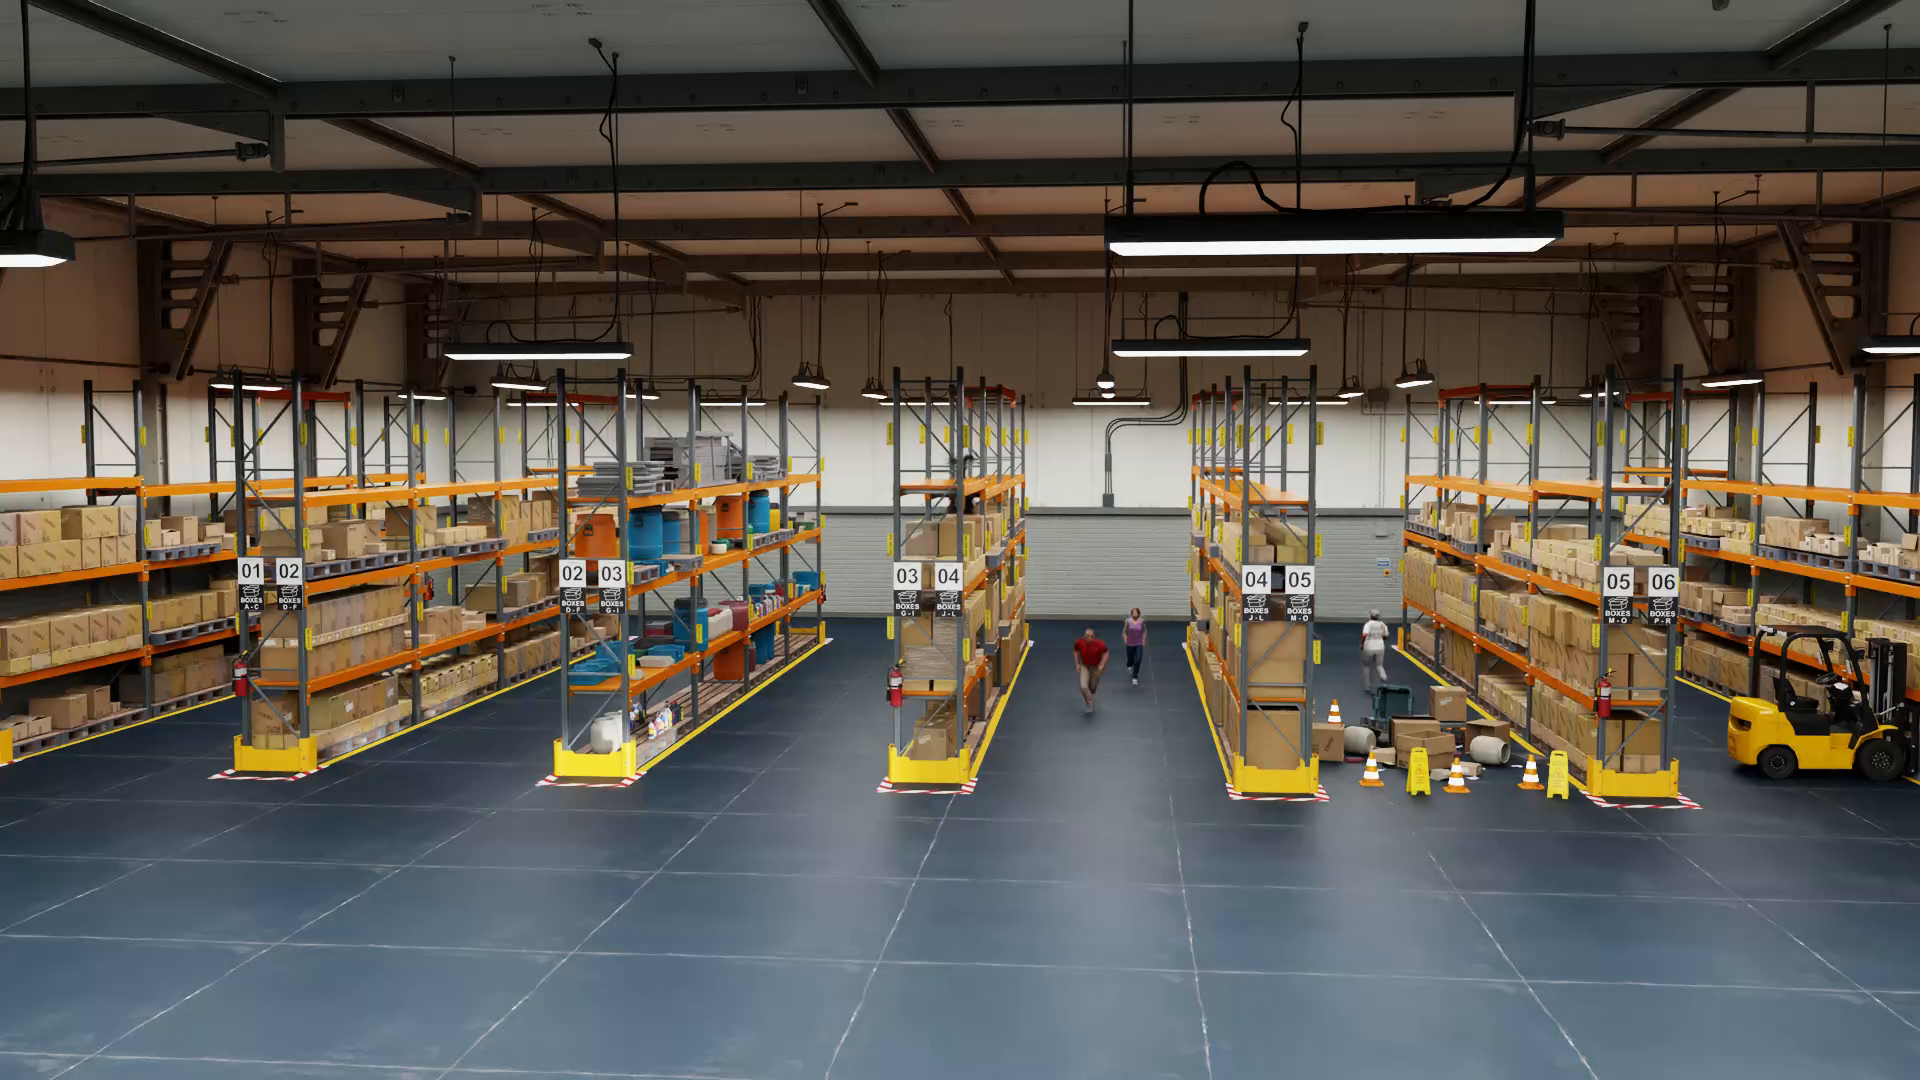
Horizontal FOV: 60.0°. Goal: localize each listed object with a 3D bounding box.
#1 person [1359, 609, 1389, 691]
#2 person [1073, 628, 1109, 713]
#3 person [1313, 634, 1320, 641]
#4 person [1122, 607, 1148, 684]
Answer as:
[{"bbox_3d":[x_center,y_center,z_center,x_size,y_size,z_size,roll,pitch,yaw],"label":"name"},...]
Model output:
[{"bbox_3d":[8.091,2.158,32.498,0.606,1.633,0.861,0,4,-4],"label":"person"},{"bbox_3d":[2.402,2.349,30.404,0.662,1.560,1.017,1,4,8],"label":"person"},{"bbox_3d":[8.061,1.808,38.771,0.587,1.596,0.647,-3,5,-44],"label":"person"},{"bbox_3d":[3.555,2.133,33.873,0.520,1.559,0.642,0,4,0],"label":"person"}]
